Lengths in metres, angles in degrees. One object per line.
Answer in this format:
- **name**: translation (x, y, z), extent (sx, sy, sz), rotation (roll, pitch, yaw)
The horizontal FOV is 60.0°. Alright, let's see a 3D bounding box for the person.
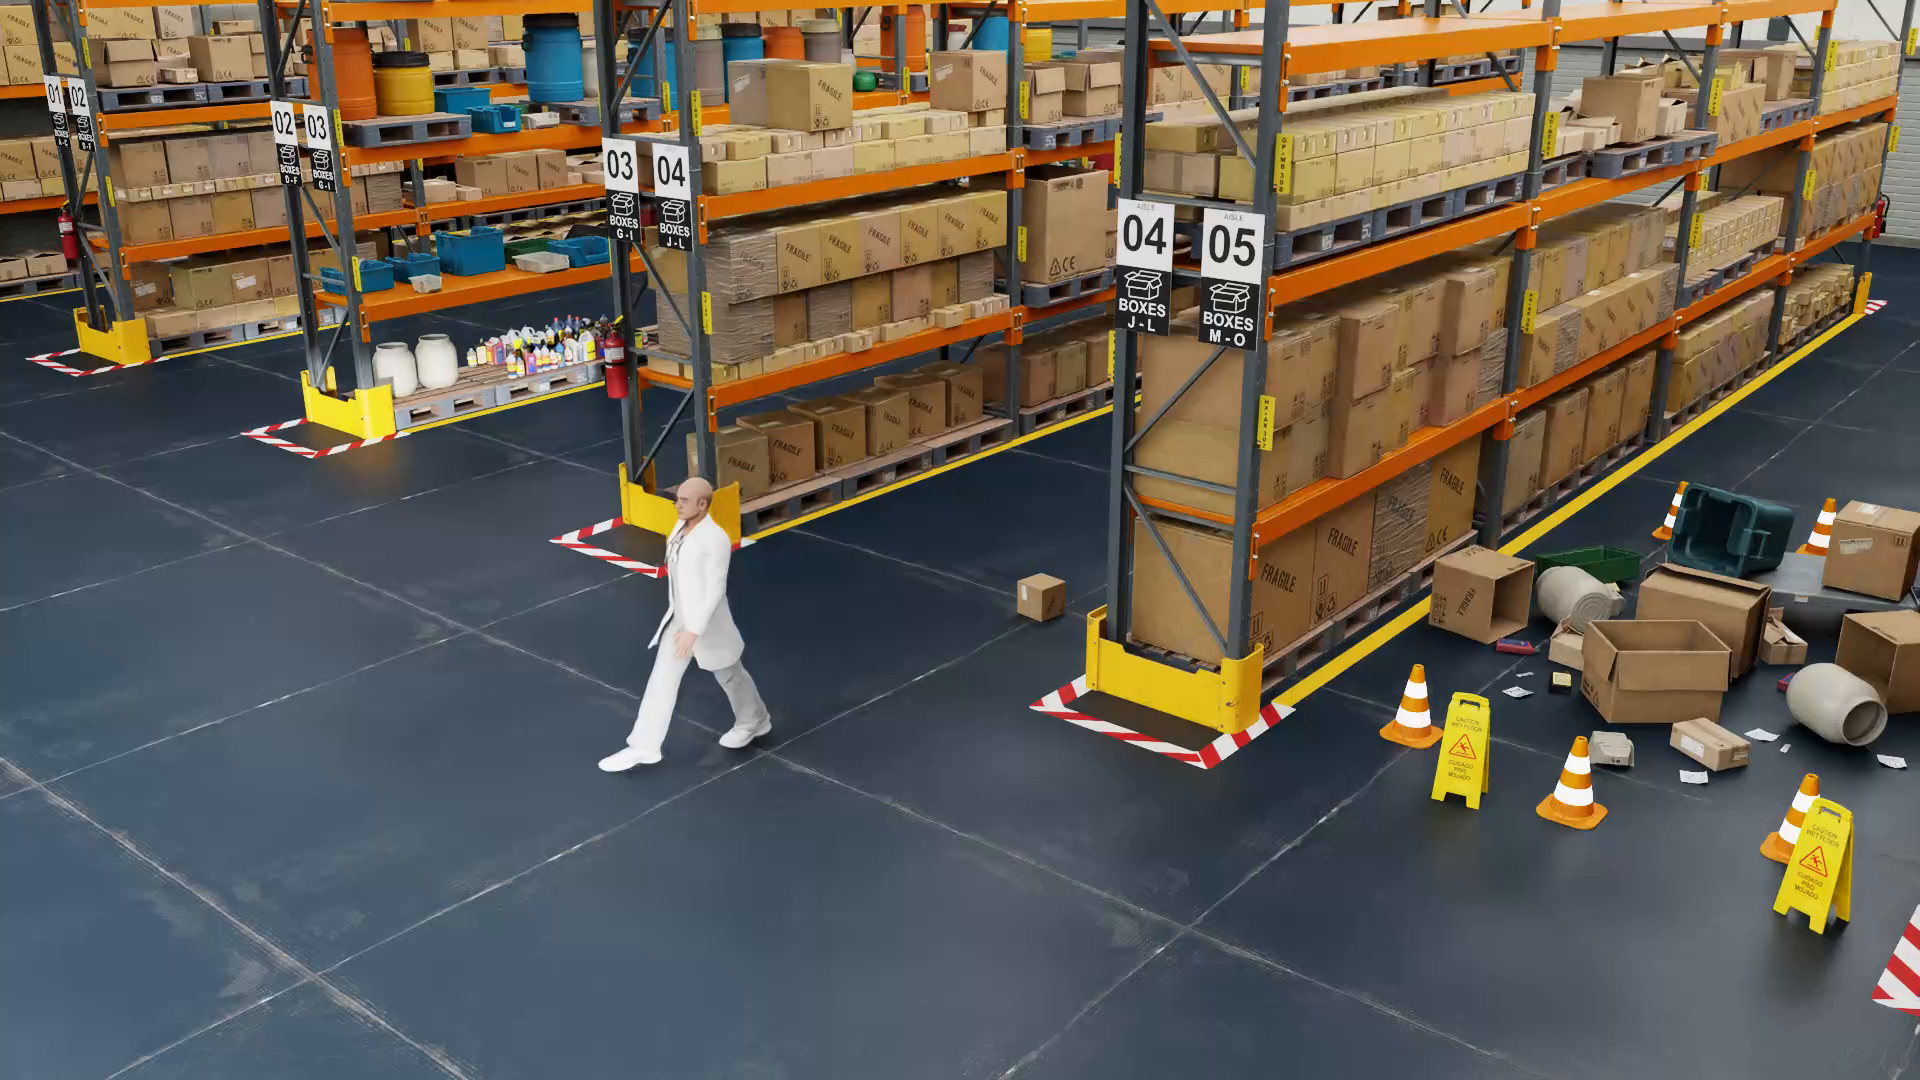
- **person**: translation (-1.603, 0.489, 9.696), extent (1.096, 1.727, 0.607), rotation (-16, 26, -38)
